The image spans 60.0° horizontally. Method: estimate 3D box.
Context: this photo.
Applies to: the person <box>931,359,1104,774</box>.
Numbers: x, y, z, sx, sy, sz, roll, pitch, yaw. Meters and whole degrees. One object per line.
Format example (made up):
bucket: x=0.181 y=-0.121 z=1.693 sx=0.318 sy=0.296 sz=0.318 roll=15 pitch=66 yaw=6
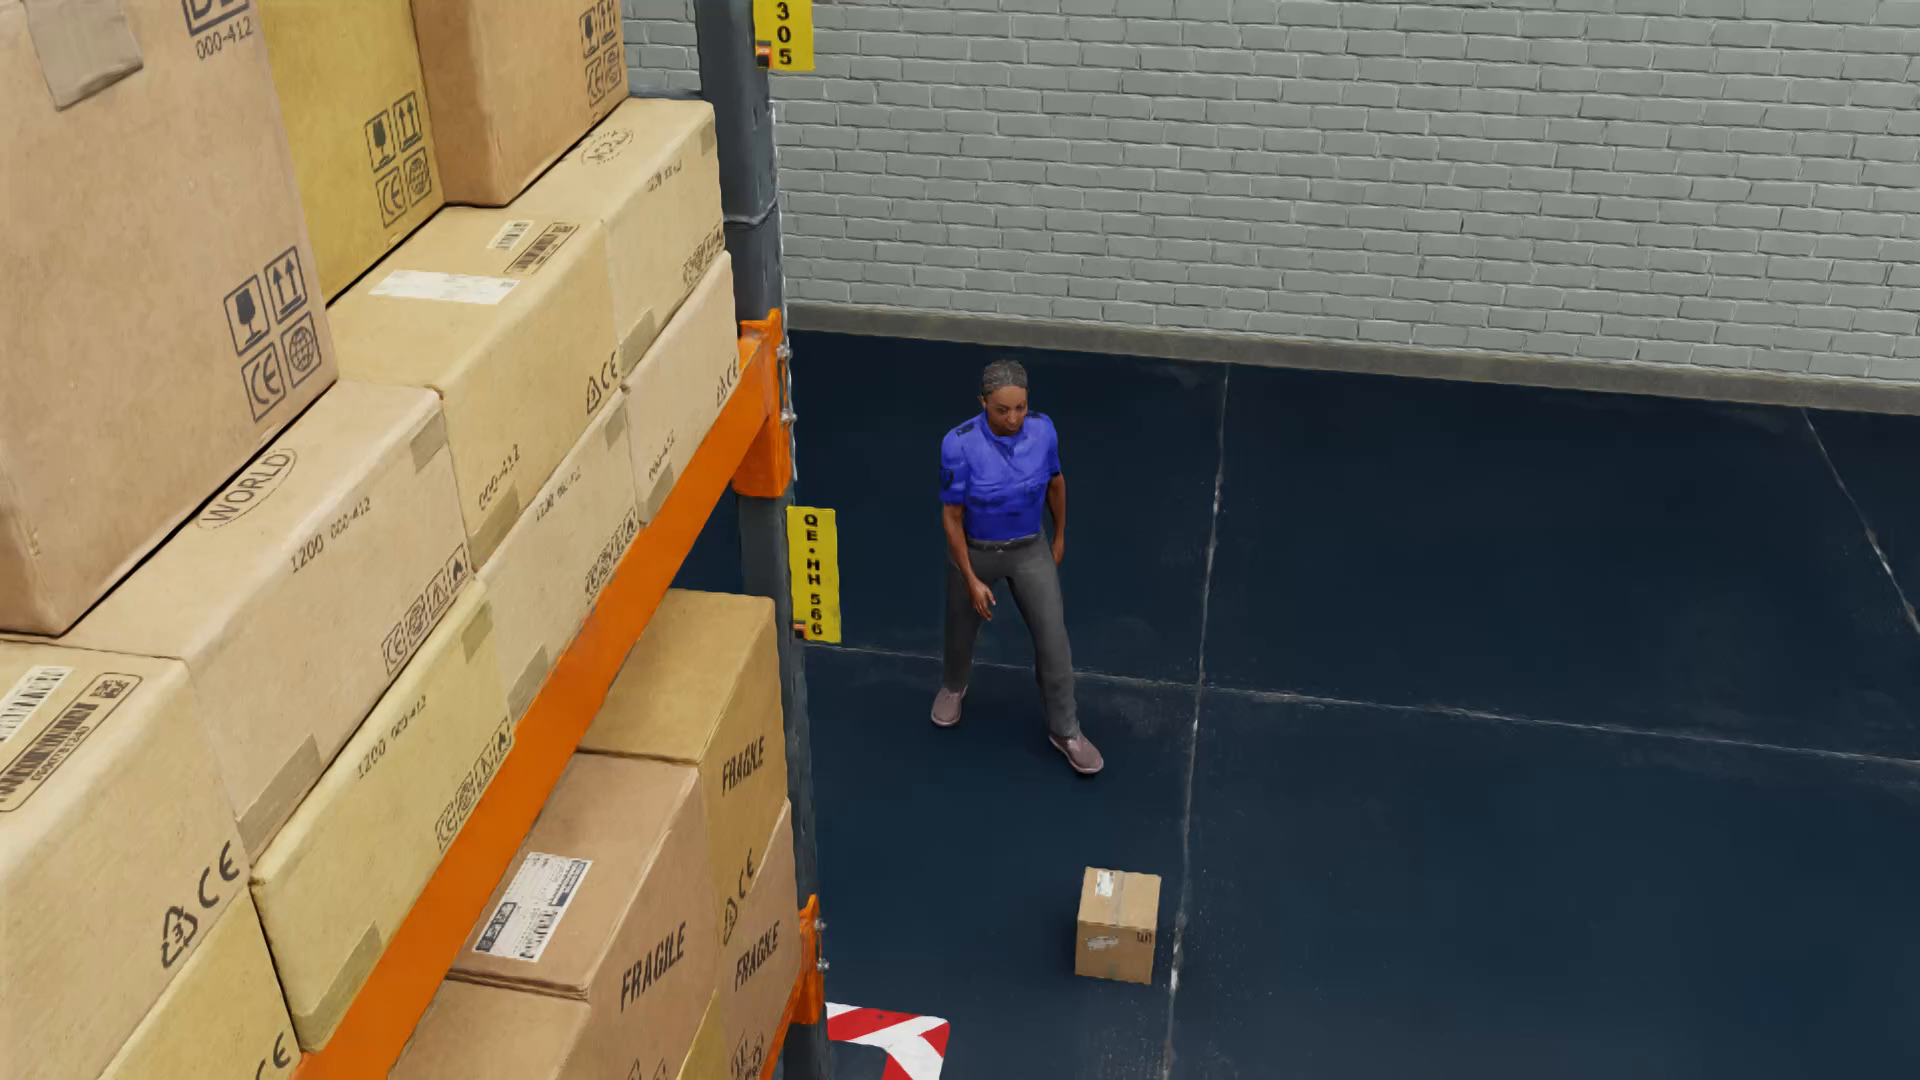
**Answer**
person: x=0.199 y=0.060 z=6.043 sx=0.578 sy=1.626 sz=0.686 roll=-7 pitch=33 yaw=-11
